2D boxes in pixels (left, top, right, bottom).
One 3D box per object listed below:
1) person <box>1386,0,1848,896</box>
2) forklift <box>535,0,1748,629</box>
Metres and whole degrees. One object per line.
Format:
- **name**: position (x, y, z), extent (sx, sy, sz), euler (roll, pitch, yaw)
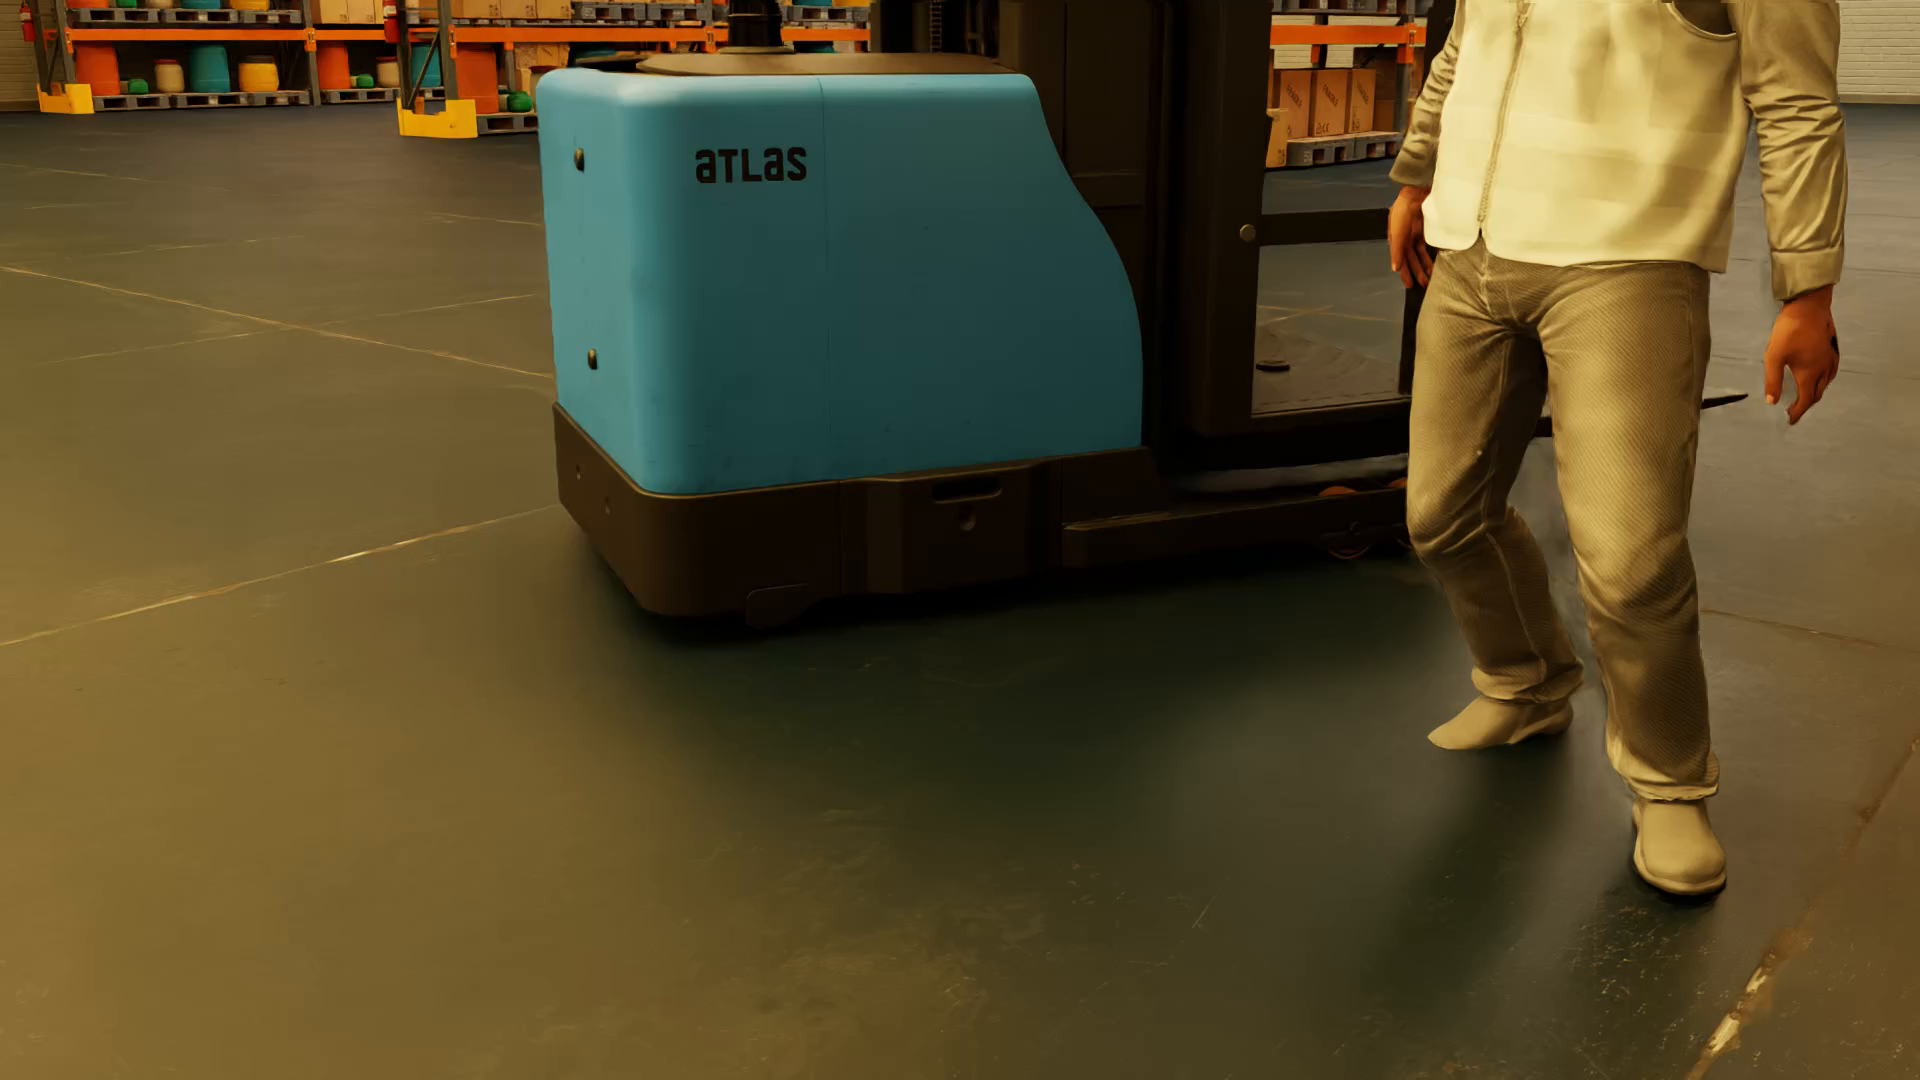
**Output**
- **person**: position (0.906, -0.414, 2.449), extent (0.479, 1.752, 0.845), euler (-9, 19, -27)
- **forklift**: position (0.593, -1.491, 3.806), extent (3.031, 2.935, 1.130), euler (-7, 18, -23)
